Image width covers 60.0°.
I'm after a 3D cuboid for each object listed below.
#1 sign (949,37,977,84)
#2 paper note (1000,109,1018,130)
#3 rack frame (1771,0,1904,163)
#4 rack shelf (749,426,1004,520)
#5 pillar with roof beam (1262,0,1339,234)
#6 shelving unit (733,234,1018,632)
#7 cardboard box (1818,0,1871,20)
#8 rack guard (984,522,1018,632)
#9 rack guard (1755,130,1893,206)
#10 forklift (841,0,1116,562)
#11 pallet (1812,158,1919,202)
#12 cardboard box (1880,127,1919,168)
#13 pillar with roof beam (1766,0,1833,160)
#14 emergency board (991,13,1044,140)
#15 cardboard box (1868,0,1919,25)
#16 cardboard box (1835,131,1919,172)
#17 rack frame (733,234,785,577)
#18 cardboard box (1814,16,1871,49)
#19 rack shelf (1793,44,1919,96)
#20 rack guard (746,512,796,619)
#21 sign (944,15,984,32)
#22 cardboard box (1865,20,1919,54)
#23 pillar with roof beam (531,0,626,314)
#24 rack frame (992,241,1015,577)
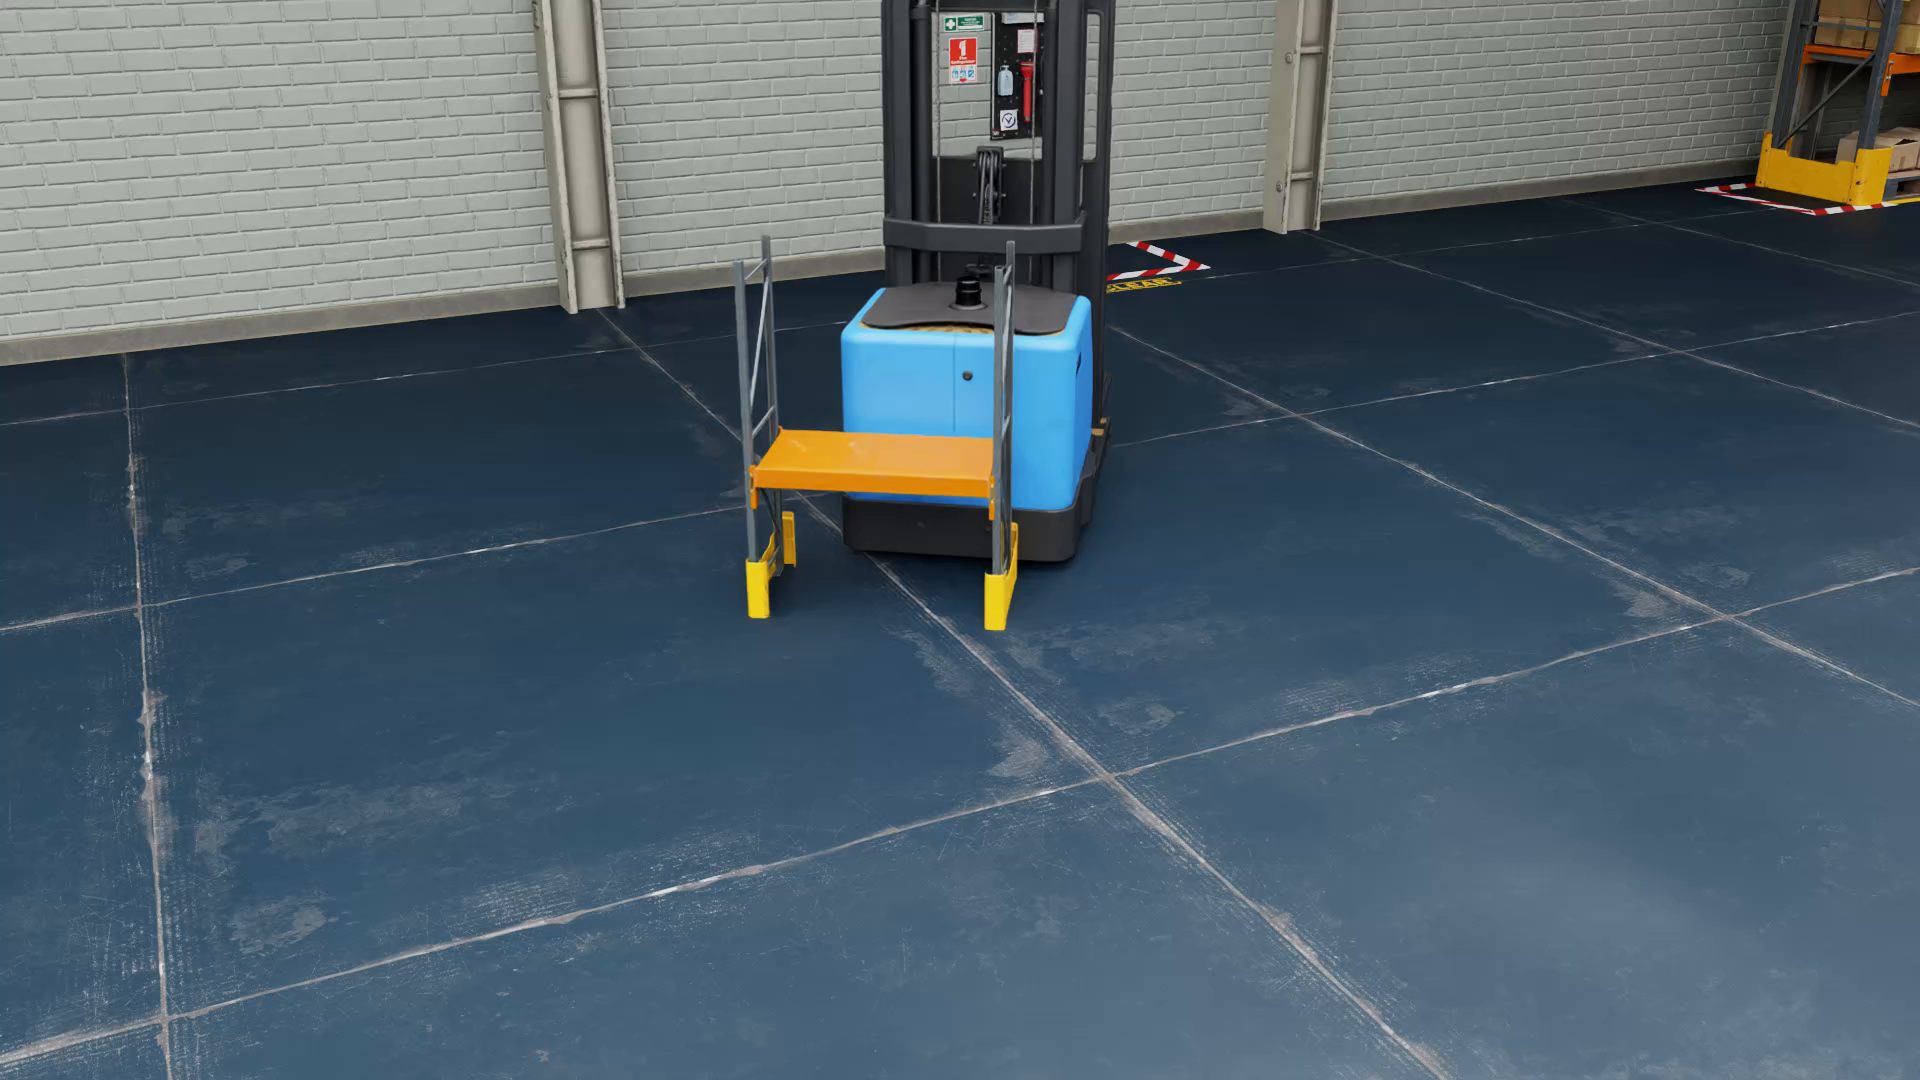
[{"bbox_3d":[0.024,-3.601,12.481,0.234,0.329,0.001,-10,25,-24],"label":"sign"},{"bbox_3d":[0.377,-3.228,12.779,0.142,0.148,0.016,-10,25,-24],"label":"paper note"},{"bbox_3d":[7.961,-4.619,14.986,0.127,3.000,1.000,-10,25,-24],"label":"rack frame"},{"bbox_3d":[-0.326,-0.287,6.952,1.000,0.185,0.538,3,23,7],"label":"rack shelf"},{"bbox_3d":[4.677,-5.326,8.851,0.400,9.000,9.100,-10,25,-24],"label":"pillar with roof beam"},{"bbox_3d":[-0.317,-0.452,6.882,1.083,1.500,0.587,3,23,7],"label":"shelving unit"},{"bbox_3d":[8.293,-5.057,15.233,0.500,0.500,0.500,-11,25,-24],"label":"cardboard box"},{"bbox_3d":[0.177,0.149,7.063,0.087,0.250,0.587,3,23,7],"label":"rack guard"},{"bbox_3d":[8.029,-3.476,15.494,0.348,0.500,1.175,-10,25,-24],"label":"rack guard"},{"bbox_3d":[0.214,-1.789,8.239,1.130,2.935,3.031,4,23,8],"label":"forklift"},{"bbox_3d":[8.777,-3.465,15.846,1.213,0.211,1.003,-10,25,-24],"label":"pallet"},{"bbox_3d":[9.137,-3.758,15.847,0.500,0.311,0.500,-8,24,-19],"label":"cardboard box"},{"bbox_3d":[10.084,-6.321,11.255,0.400,9.000,9.100,-10,25,-24],"label":"pillar with roof beam"},{"bbox_3d":[0.567,-3.641,12.624,0.643,1.169,0.194,-10,25,-24],"label":"emergency board"},{"bbox_3d":[8.521,-4.881,14.808,0.500,0.500,0.500,-10,25,-24],"label":"cardboard box"},{"bbox_3d":[8.623,-3.663,15.618,0.500,0.311,0.500,-14,26,-30],"label":"cardboard box"},{"bbox_3d":[-0.831,-0.477,6.942,0.032,1.500,0.500,3,23,7],"label":"rack frame"},{"bbox_3d":[8.298,-4.703,15.359,0.500,0.250,0.500,-10,25,-23],"label":"cardboard box"},{"bbox_3d":[9.763,-4.618,15.925,4.000,0.370,1.077,-10,25,-24],"label":"rack shelf"},{"bbox_3d":[-0.811,0.101,7.179,0.087,0.250,0.587,3,23,7],"label":"rack guard"},{"bbox_3d":[0.032,-3.844,12.374,0.331,0.109,0.001,-10,25,-24],"label":"sign"},{"bbox_3d":[8.538,-4.530,14.942,0.500,0.250,0.500,-11,25,-25],"label":"cardboard box"},{"bbox_3d":[-0.729,-4.331,6.446,0.400,9.000,9.100,-10,25,-24],"label":"pillar with roof beam"},{"bbox_3d":[0.178,-0.428,6.824,0.032,1.500,0.500,3,23,7],"label":"rack frame"}]
